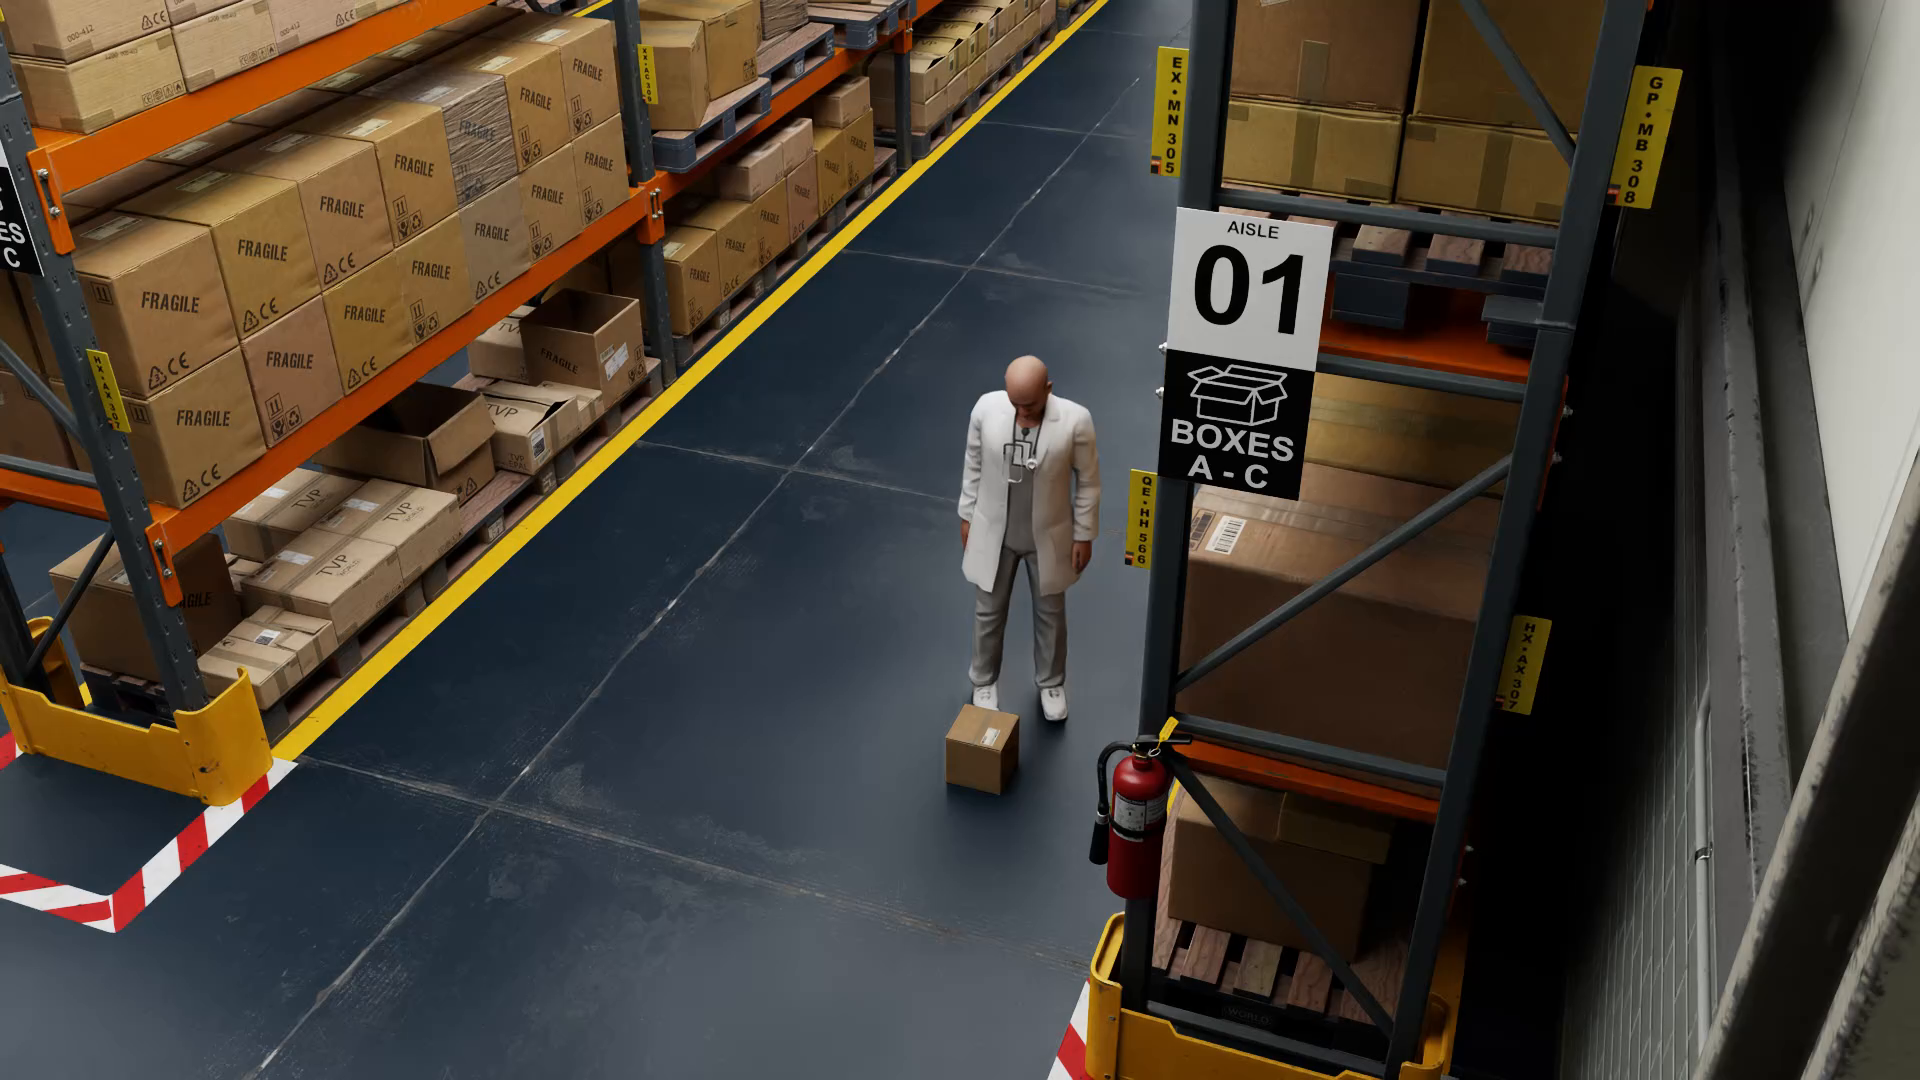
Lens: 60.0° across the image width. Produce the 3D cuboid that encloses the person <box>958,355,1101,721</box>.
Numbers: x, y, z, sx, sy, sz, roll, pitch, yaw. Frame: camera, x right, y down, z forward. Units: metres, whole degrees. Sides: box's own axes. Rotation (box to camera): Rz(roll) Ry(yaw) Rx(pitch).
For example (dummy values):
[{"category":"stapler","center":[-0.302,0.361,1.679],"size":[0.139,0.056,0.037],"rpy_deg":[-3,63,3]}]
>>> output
[{"category":"person","center":[0.279,0.002,7.122],"size":[0.623,1.759,0.430],"rpy_deg":[5,33,8]}]
